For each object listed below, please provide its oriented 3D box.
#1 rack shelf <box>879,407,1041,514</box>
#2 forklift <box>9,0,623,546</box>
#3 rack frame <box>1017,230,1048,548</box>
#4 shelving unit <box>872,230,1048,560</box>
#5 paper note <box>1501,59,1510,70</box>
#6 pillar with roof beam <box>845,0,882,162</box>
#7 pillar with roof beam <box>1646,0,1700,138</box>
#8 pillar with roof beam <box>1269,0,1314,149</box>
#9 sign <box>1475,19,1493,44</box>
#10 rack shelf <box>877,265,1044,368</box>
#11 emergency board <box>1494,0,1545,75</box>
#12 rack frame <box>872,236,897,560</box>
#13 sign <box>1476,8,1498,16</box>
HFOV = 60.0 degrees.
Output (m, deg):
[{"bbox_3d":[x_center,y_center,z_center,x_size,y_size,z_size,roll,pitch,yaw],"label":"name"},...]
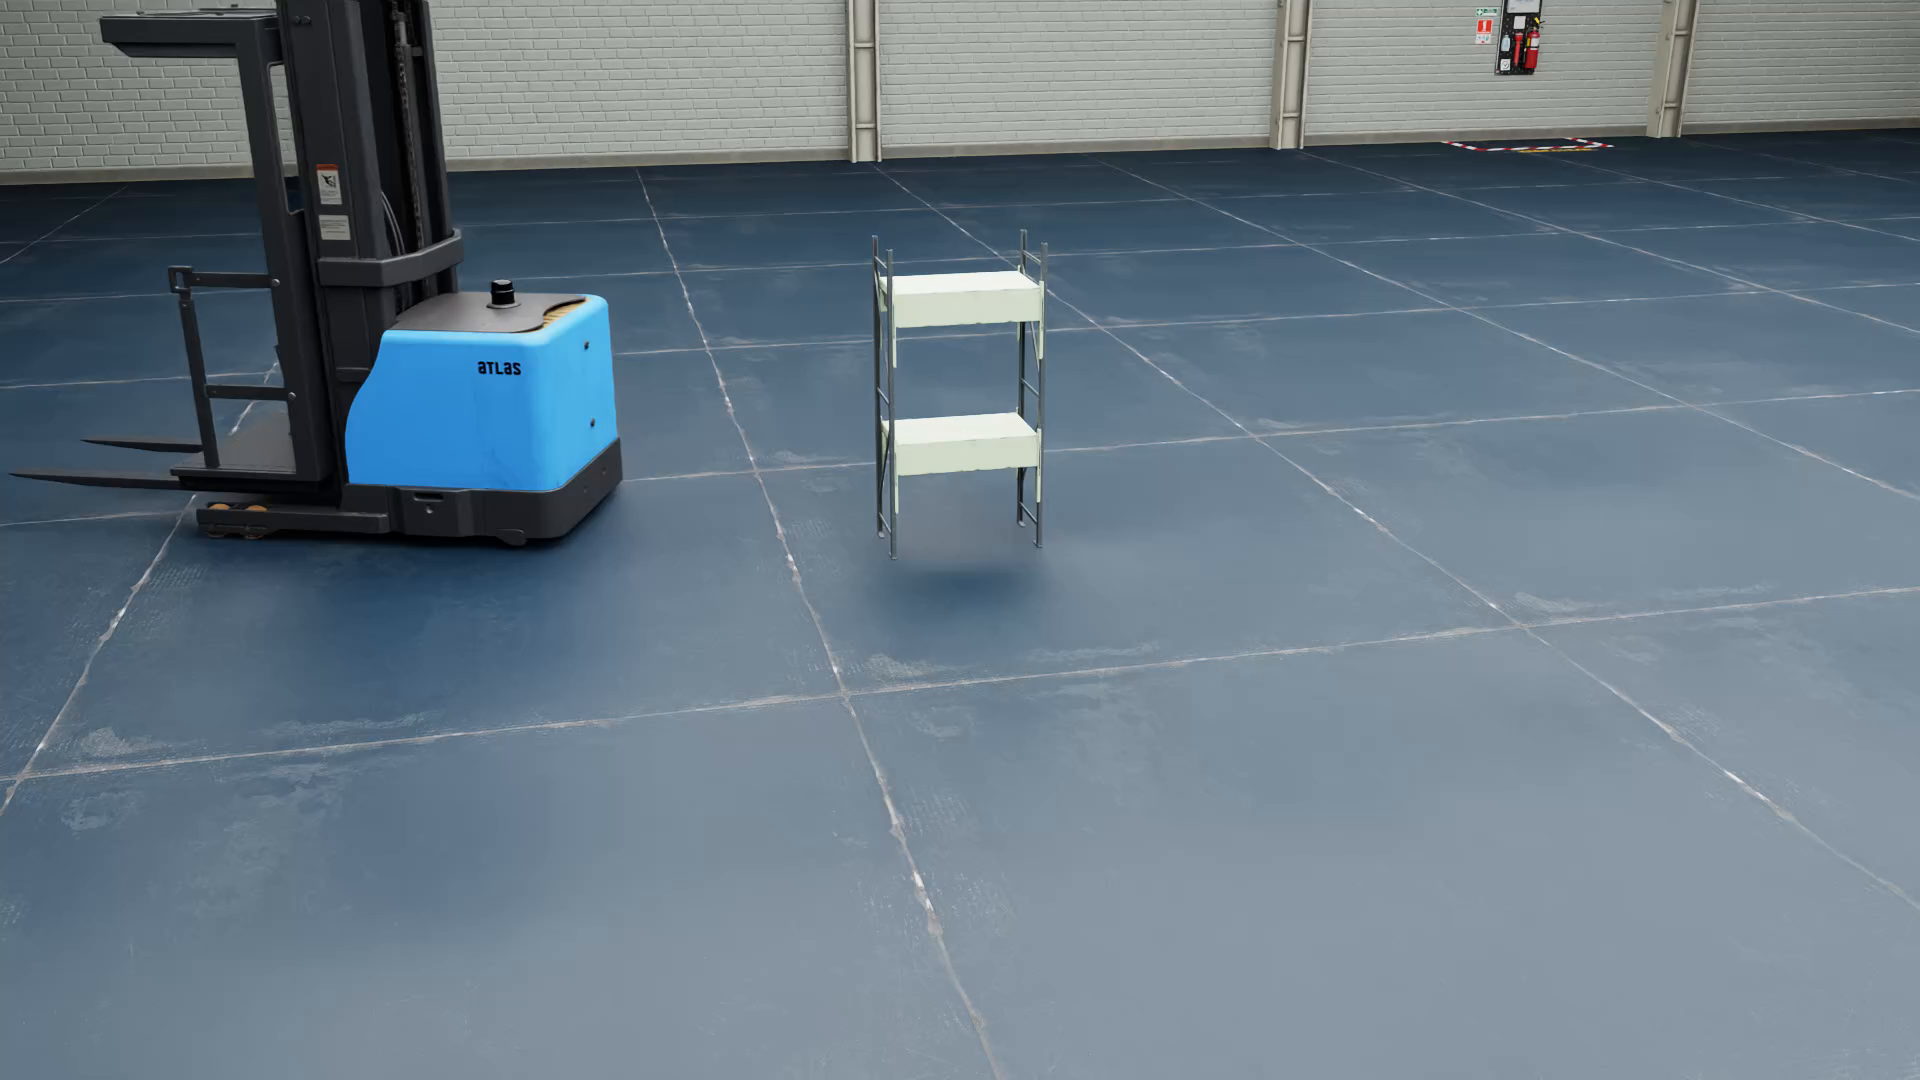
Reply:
[{"bbox_3d":[-0.006,-0.398,8.167,0.720,0.370,0.431,-5,21,-12],"label":"rack shelf"},{"bbox_3d":[-3.382,-1.557,8.303,3.031,2.935,1.130,3,20,7],"label":"forklift"},{"bbox_3d":[0.350,-0.733,8.134,0.023,1.500,0.400,-5,21,-12],"label":"rack frame"},{"bbox_3d":[-0.006,-0.704,8.055,0.755,1.500,0.431,-5,21,-12],"label":"shelving unit"},{"bbox_3d":[7.815,-6.808,23.818,0.142,0.148,0.016,-5,21,-12],"label":"paper note"},{"bbox_3d":[-0.271,-7.821,16.583,0.400,9.000,9.100,-5,21,-12],"label":"pillar with roof beam"},{"bbox_3d":[11.407,-8.771,19.175,0.400,9.000,9.100,-5,21,-12],"label":"pillar with roof beam"},{"bbox_3d":[5.568,-8.296,17.879,0.400,9.000,9.100,-5,21,-12],"label":"pillar with roof beam"},{"bbox_3d":[7.441,-7.220,23.611,0.234,0.329,0.001,-5,21,-12],"label":"sign"},{"bbox_3d":[-0.006,-1.070,7.921,0.720,0.370,0.431,-5,21,-12],"label":"rack shelf"},{"bbox_3d":[8.003,-7.212,23.642,0.643,1.169,0.194,-5,21,-12],"label":"emergency board"},{"bbox_3d":[-0.363,-0.675,7.976,0.023,1.500,0.400,-5,21,-12],"label":"rack frame"},{"bbox_3d":[7.448,-7.466,23.512,0.331,0.109,0.001,-5,21,-12],"label":"sign"}]
